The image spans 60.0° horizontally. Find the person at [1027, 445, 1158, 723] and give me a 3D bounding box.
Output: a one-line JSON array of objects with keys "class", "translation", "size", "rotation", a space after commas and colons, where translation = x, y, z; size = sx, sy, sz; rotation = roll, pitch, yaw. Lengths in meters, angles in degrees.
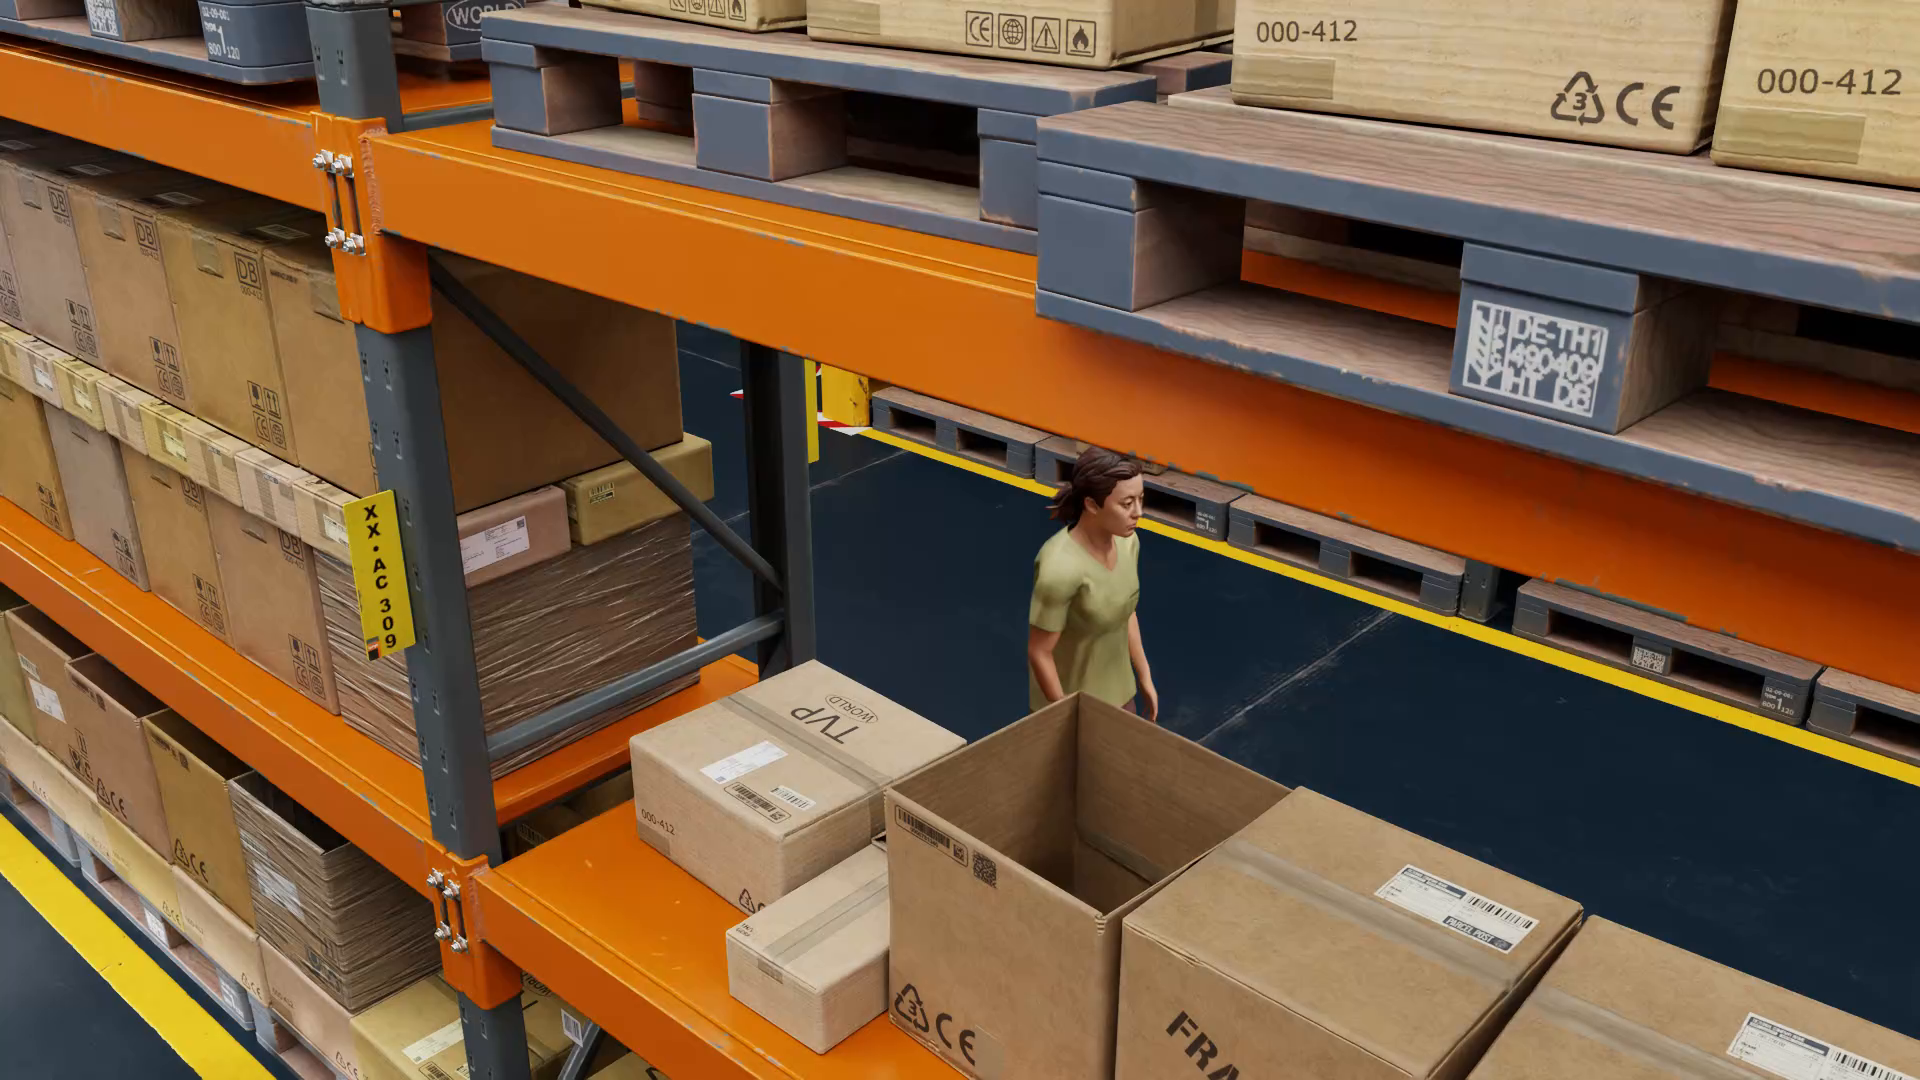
[{"class": "person", "translation": [0.415, 0.623, 4.998], "size": [0.414, 1.434, 0.480], "rotation": [19, 30, 36]}]
